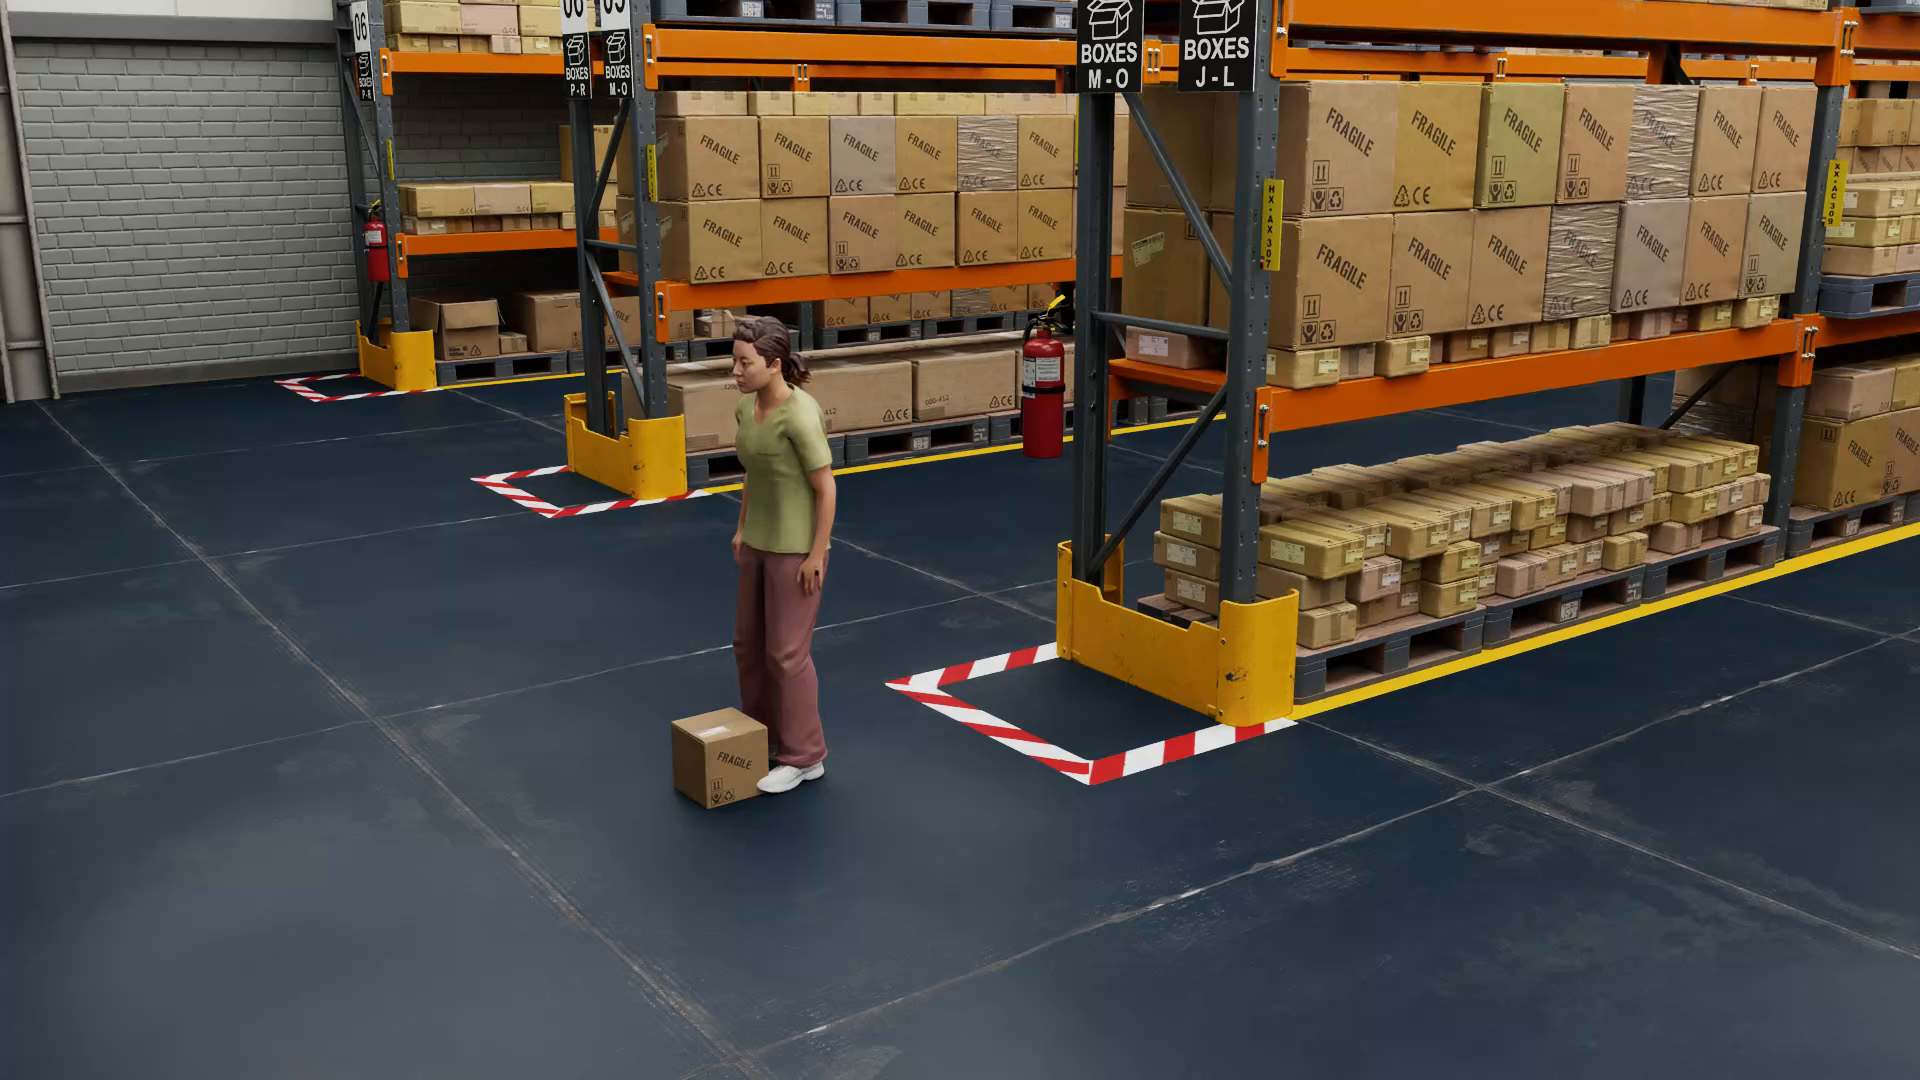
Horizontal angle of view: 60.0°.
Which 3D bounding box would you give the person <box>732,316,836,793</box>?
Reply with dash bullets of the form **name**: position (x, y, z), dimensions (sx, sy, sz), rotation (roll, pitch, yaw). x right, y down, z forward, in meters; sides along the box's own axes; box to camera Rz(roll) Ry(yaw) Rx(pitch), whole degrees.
- **person**: position (-0.650, 0.043, 5.848), dimensions (0.365, 1.671, 0.518), rotation (-12, 19, -38)
